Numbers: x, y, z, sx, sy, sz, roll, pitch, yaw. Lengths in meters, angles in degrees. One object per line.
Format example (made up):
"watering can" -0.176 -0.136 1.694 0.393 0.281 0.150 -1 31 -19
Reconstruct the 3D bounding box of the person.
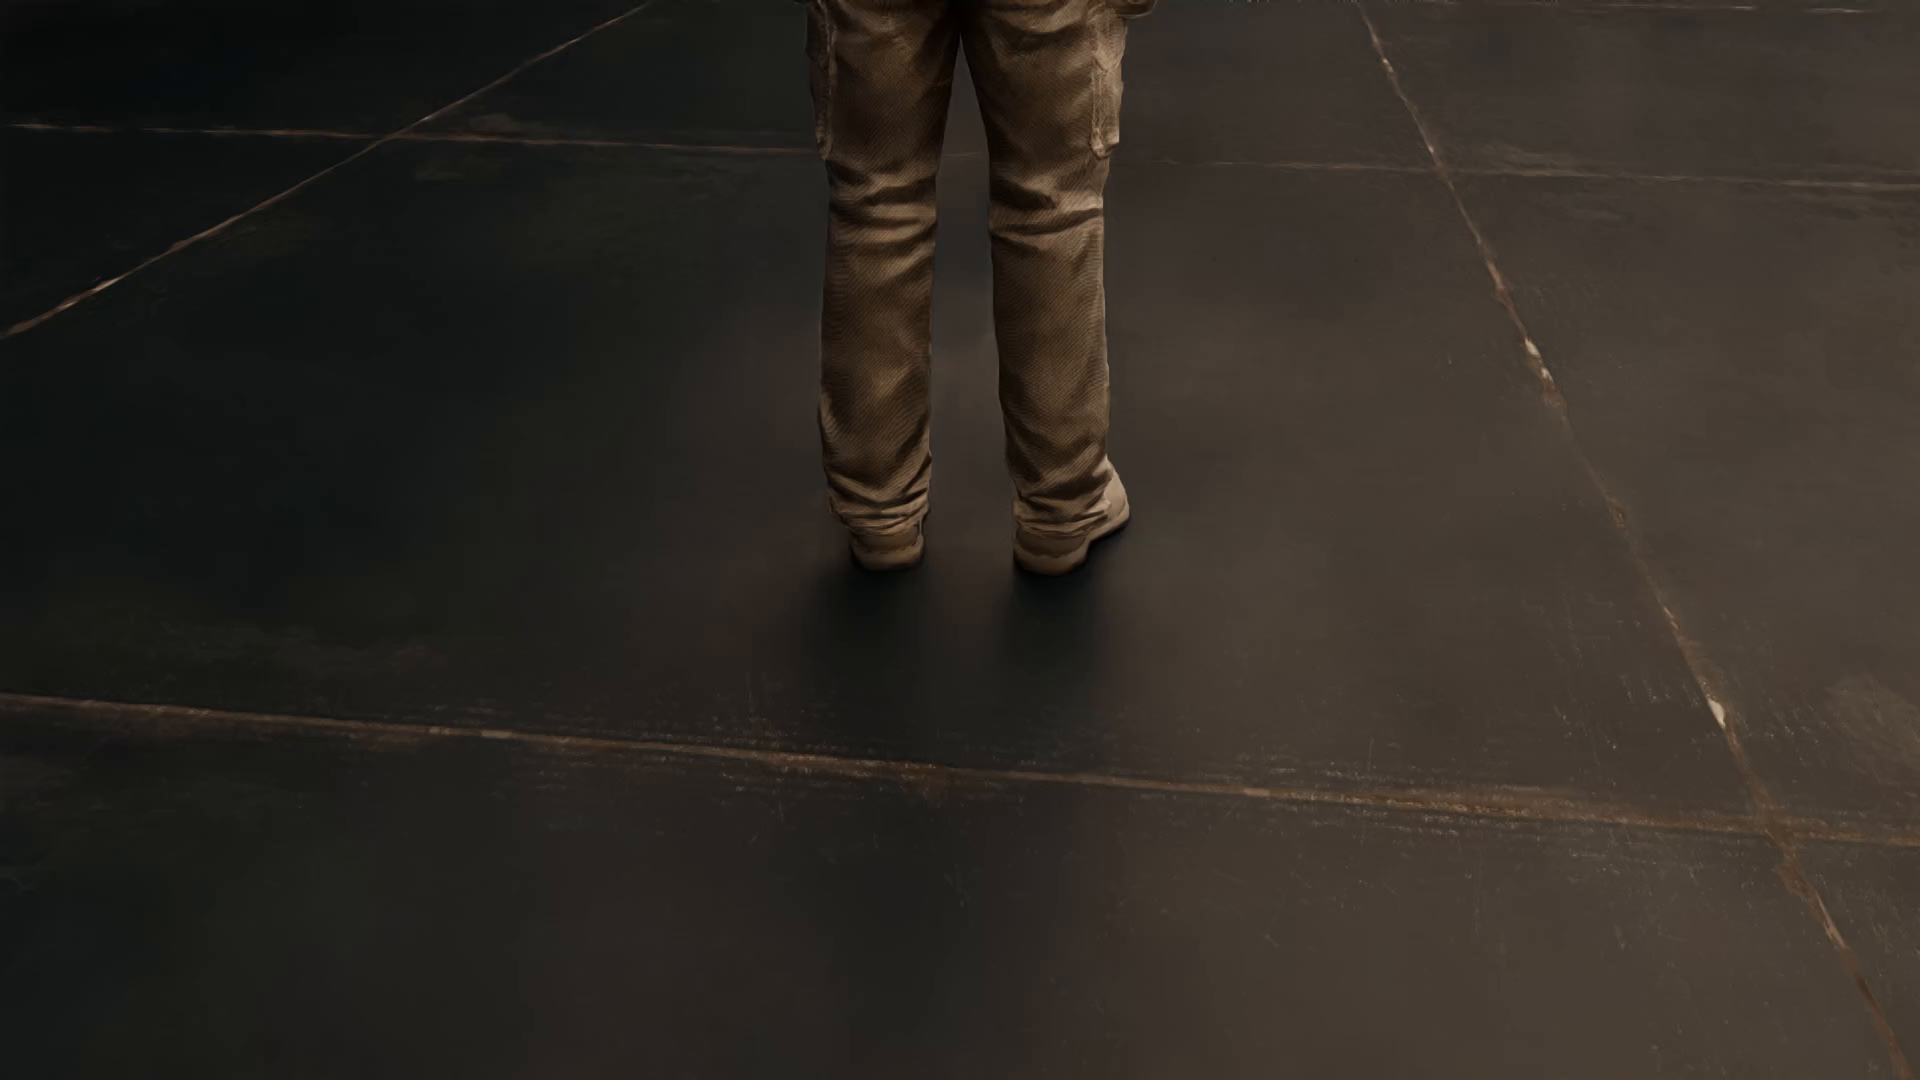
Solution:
"person" 0.001 -0.805 2.113 0.546 1.790 0.365 3 27 7
